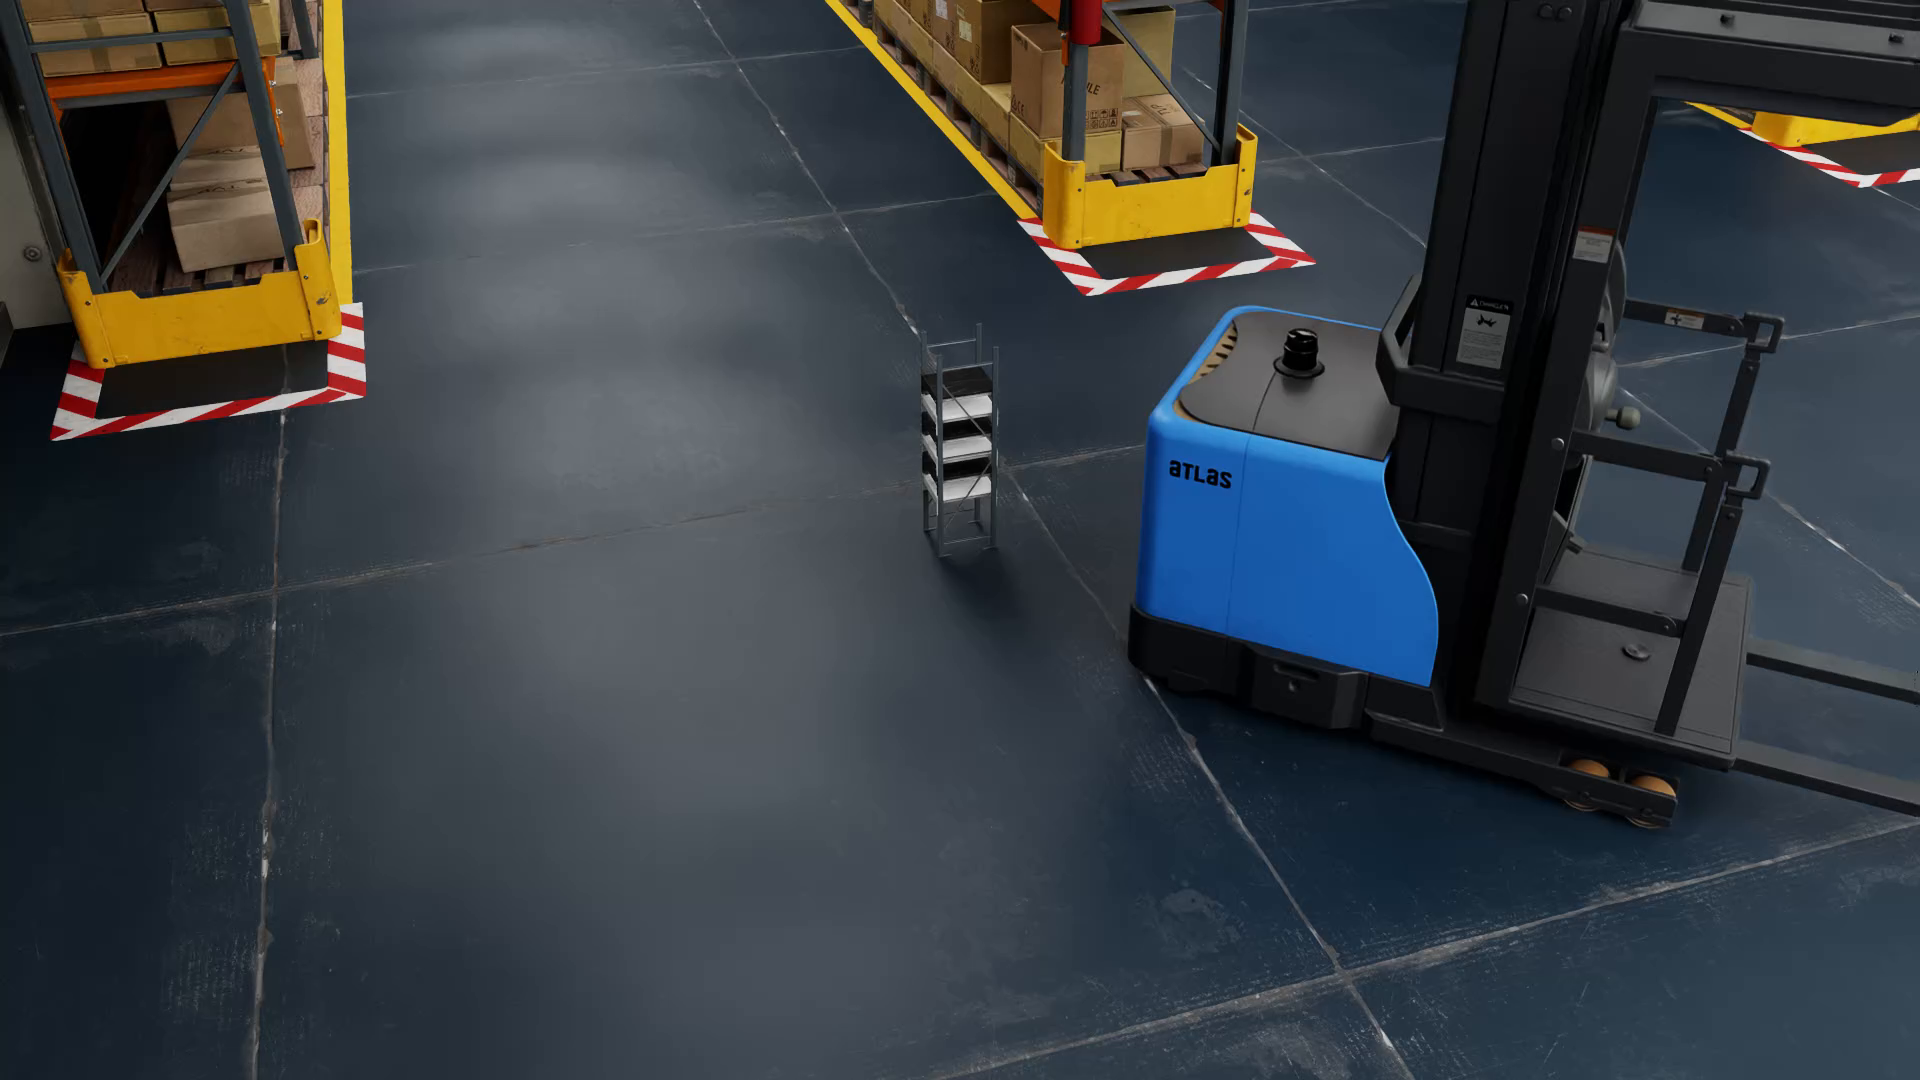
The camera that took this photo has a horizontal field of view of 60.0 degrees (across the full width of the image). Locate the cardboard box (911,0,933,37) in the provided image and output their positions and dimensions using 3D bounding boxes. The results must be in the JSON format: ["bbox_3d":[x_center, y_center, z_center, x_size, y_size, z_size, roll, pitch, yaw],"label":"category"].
[{"bbox_3d":[-0.020,-3.668,11.014,0.500,0.500,0.500,-10,35,-15],"label":"cardboard box"}]

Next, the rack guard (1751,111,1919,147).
[{"bbox_3d":[5.702,-2.869,10.638,1.175,0.500,0.348,-10,35,-15],"label":"rack guard"}]

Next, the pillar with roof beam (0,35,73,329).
[{"bbox_3d":[-0.603,-5.662,7.157,9.100,9.000,0.400,-10,35,-15],"label":"pillar with roof beam"}]

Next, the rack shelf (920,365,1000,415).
[{"bbox_3d":[-0.002,-0.577,6.378,0.258,0.077,0.200,-10,35,-15],"label":"rack shelf"}]

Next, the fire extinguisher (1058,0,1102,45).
[{"bbox_3d":[0.645,-2.876,8.452,0.296,0.674,0.183,-10,35,-15],"label":"fire extinguisher"}]

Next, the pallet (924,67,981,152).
[{"bbox_3d":[0.410,-2.919,10.976,1.003,0.211,1.213,-10,35,-15],"label":"pallet"}]

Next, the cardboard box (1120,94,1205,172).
[{"bbox_3d":[1.100,-2.395,9.767,0.500,0.250,0.500,-10,35,-15],"label":"cardboard box"}]

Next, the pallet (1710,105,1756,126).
[{"bbox_3d":[5.459,-3.175,11.364,1.003,0.211,1.213,-10,35,-15],"label":"pallet"}]

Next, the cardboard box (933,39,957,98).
[{"bbox_3d":[0.137,-3.094,10.824,0.500,0.250,0.500,-10,35,-15],"label":"cardboard box"}]

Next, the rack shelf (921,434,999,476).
[{"bbox_3d":[-0.002,-0.352,6.527,0.258,0.077,0.200,-10,35,-15],"label":"rack shelf"}]

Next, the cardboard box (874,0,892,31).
[{"bbox_3d":[-0.316,-3.882,12.017,0.500,0.250,0.500,-10,35,-15],"label":"cardboard box"}]

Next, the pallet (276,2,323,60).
[{"bbox_3d":[-5.124,-3.559,11.944,1.003,0.211,1.213,-10,35,-15],"label":"pallet"}]

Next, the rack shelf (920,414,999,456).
[{"bbox_3d":[-0.002,-0.427,6.477,0.258,0.077,0.200,-10,35,-15],"label":"rack shelf"}]

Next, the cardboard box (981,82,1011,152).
[{"bbox_3d":[0.442,-2.569,10.030,0.500,0.250,0.500,-10,35,-15],"label":"cardboard box"}]

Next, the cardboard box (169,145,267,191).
[{"bbox_3d":[-3.964,-1.953,9.024,0.500,0.311,0.500,-7,34,-11],"label":"cardboard box"}]

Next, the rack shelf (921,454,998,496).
[{"bbox_3d":[-0.002,-0.277,6.576,0.258,0.077,0.200,-10,35,-15],"label":"rack shelf"}]

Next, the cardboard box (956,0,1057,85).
[{"bbox_3d":[0.285,-3.143,10.219,0.500,0.500,0.500,-10,35,-15],"label":"cardboard box"}]

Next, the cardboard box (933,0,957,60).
[{"bbox_3d":[0.134,-3.406,10.617,0.500,0.500,0.500,-10,35,-15],"label":"cardboard box"}]

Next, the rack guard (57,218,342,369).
[{"bbox_3d":[-3.688,-1.210,8.128,1.175,0.500,0.348,-10,35,-15],"label":"rack guard"}]

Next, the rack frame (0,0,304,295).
[{"bbox_3d":[-3.665,-2.213,7.379,1.000,3.000,0.127,-10,35,-15],"label":"rack frame"}]

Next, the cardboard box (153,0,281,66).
[{"bbox_3d":[-3.512,-2.469,7.883,0.500,0.250,0.500,-11,35,-16],"label":"cardboard box"}]

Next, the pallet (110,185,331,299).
[{"bbox_3d":[-3.902,-1.522,8.862,1.003,0.211,1.213,-10,35,-15],"label":"pallet"}]

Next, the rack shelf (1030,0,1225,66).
[{"bbox_3d":[0.441,-3.798,10.430,1.077,0.370,4.000,-10,35,-15],"label":"rack shelf"}]

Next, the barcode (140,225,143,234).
[{"bbox_3d":[-4.177,-1.600,8.482,0.001,0.075,0.075,-10,35,-15],"label":"barcode"}]

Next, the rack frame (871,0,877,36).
[{"bbox_3d":[-0.169,-5.149,11.821,1.000,3.000,0.127,-10,35,-15],"label":"rack frame"}]

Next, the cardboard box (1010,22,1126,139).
[{"bbox_3d":[0.604,-2.621,9.428,0.500,0.500,0.500,-10,35,-15],"label":"cardboard box"}]

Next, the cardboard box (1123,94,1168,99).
[{"bbox_3d":[0.944,-2.657,10.164,0.500,0.250,0.500,-10,35,-15],"label":"cardboard box"}]

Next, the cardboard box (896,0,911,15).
[{"bbox_3d":[-0.165,-3.932,11.413,0.500,0.500,0.500,-10,35,-15],"label":"cardboard box"}]

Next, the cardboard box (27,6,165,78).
[{"bbox_3d":[-3.992,-2.372,7.737,0.500,0.250,0.500,-10,35,-14],"label":"cardboard box"}]

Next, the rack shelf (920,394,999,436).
[{"bbox_3d":[-0.002,-0.502,6.428,0.258,0.077,0.200,-10,35,-15],"label":"rack shelf"}]

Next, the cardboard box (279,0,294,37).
[{"bbox_3d":[-5.126,-3.838,11.705,0.700,0.500,0.500,-9,34,-13],"label":"cardboard box"}]

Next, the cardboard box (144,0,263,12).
[{"bbox_3d":[-3.525,-2.773,7.664,0.500,0.500,0.500,-10,35,-15],"label":"cardboard box"}]

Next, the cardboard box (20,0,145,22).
[{"bbox_3d":[-4.011,-2.684,7.528,0.500,0.500,0.500,-10,35,-15],"label":"cardboard box"}]

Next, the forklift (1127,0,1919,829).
[{"bbox_3d":[2.162,-0.631,5.047,3.031,2.935,1.130,14,36,20],"label":"forklift"}]

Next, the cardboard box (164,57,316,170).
[{"bbox_3d":[-4.141,-2.425,9.568,0.700,0.500,0.500,-12,35,-18],"label":"cardboard box"}]

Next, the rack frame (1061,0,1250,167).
[{"bbox_3d":[1.051,-3.048,8.642,1.000,3.000,0.127,-10,35,-15],"label":"rack frame"}]

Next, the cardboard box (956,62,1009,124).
[{"bbox_3d":[0.288,-2.831,10.427,0.500,0.250,0.500,-10,35,-15],"label":"cardboard box"}]

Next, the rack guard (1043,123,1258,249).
[{"bbox_3d":[1.059,-1.993,9.313,1.175,0.500,0.348,-10,35,-15],"label":"rack guard"}]

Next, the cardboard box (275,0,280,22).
[{"bbox_3d":[-3.684,-2.739,8.292,0.500,0.250,0.500,-11,35,-16],"label":"cardboard box"}]

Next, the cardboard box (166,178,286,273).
[{"bbox_3d":[-3.790,-1.654,8.571,0.500,0.311,0.500,-14,36,-20],"label":"cardboard box"}]

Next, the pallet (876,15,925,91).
[{"bbox_3d":[0.034,-3.561,11.947,1.003,0.211,1.213,-10,35,-15],"label":"pallet"}]

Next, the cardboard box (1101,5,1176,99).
[{"bbox_3d":[0.945,-2.970,9.957,0.500,0.500,0.500,-10,35,-15],"label":"cardboard box"}]

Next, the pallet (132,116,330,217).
[{"bbox_3d":[-4.271,-2.162,9.830,1.003,0.211,1.213,-10,35,-15],"label":"pallet"}]

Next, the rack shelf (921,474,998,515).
[{"bbox_3d":[-0.002,-0.202,6.626,0.258,0.077,0.200,-10,35,-15],"label":"rack shelf"}]

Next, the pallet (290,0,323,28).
[{"bbox_3d":[-5.500,-4.200,12.915,1.003,0.211,1.213,-10,35,-15],"label":"pallet"}]

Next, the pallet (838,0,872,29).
[{"bbox_3d":[-0.431,-4.365,13.165,1.003,0.211,1.213,-10,35,-15],"label":"pallet"}]

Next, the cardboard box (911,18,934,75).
[{"bbox_3d":[-0.021,-3.355,11.220,0.500,0.250,0.500,-10,35,-15],"label":"cardboard box"}]

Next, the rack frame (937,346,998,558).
[{"bbox_3d":[0.029,-0.326,6.428,0.240,0.900,0.006,-10,35,-15],"label":"rack frame"}]

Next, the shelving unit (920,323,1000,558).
[{"bbox_3d":[-0.002,-0.380,6.508,0.258,0.900,0.210,-10,35,-15],"label":"shelving unit"}]

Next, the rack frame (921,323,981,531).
[{"bbox_3d":[-0.033,-0.433,6.589,0.240,0.900,0.006,-10,35,-15],"label":"rack frame"}]

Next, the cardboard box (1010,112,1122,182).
[{"bbox_3d":[0.606,-2.308,9.636,0.500,0.250,0.500,-10,35,-15],"label":"cardboard box"}]

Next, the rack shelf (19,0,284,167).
[{"bbox_3d":[-4.275,-2.963,9.166,1.077,0.370,4.000,-10,35,-15],"label":"rack shelf"}]

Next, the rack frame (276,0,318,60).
[{"bbox_3d":[-4.885,-4.314,10.557,1.000,3.000,0.127,-10,35,-15],"label":"rack frame"}]

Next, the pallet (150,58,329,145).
[{"bbox_3d":[-4.647,-2.803,10.801,1.003,0.211,1.213,-10,35,-15],"label":"pallet"}]

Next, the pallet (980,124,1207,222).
[{"bbox_3d":[0.778,-2.280,10.008,1.003,0.211,1.213,-10,35,-15],"label":"pallet"}]

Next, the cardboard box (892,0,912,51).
[{"bbox_3d":[-0.168,-3.619,11.619,0.500,0.250,0.500,-10,35,-15],"label":"cardboard box"}]
